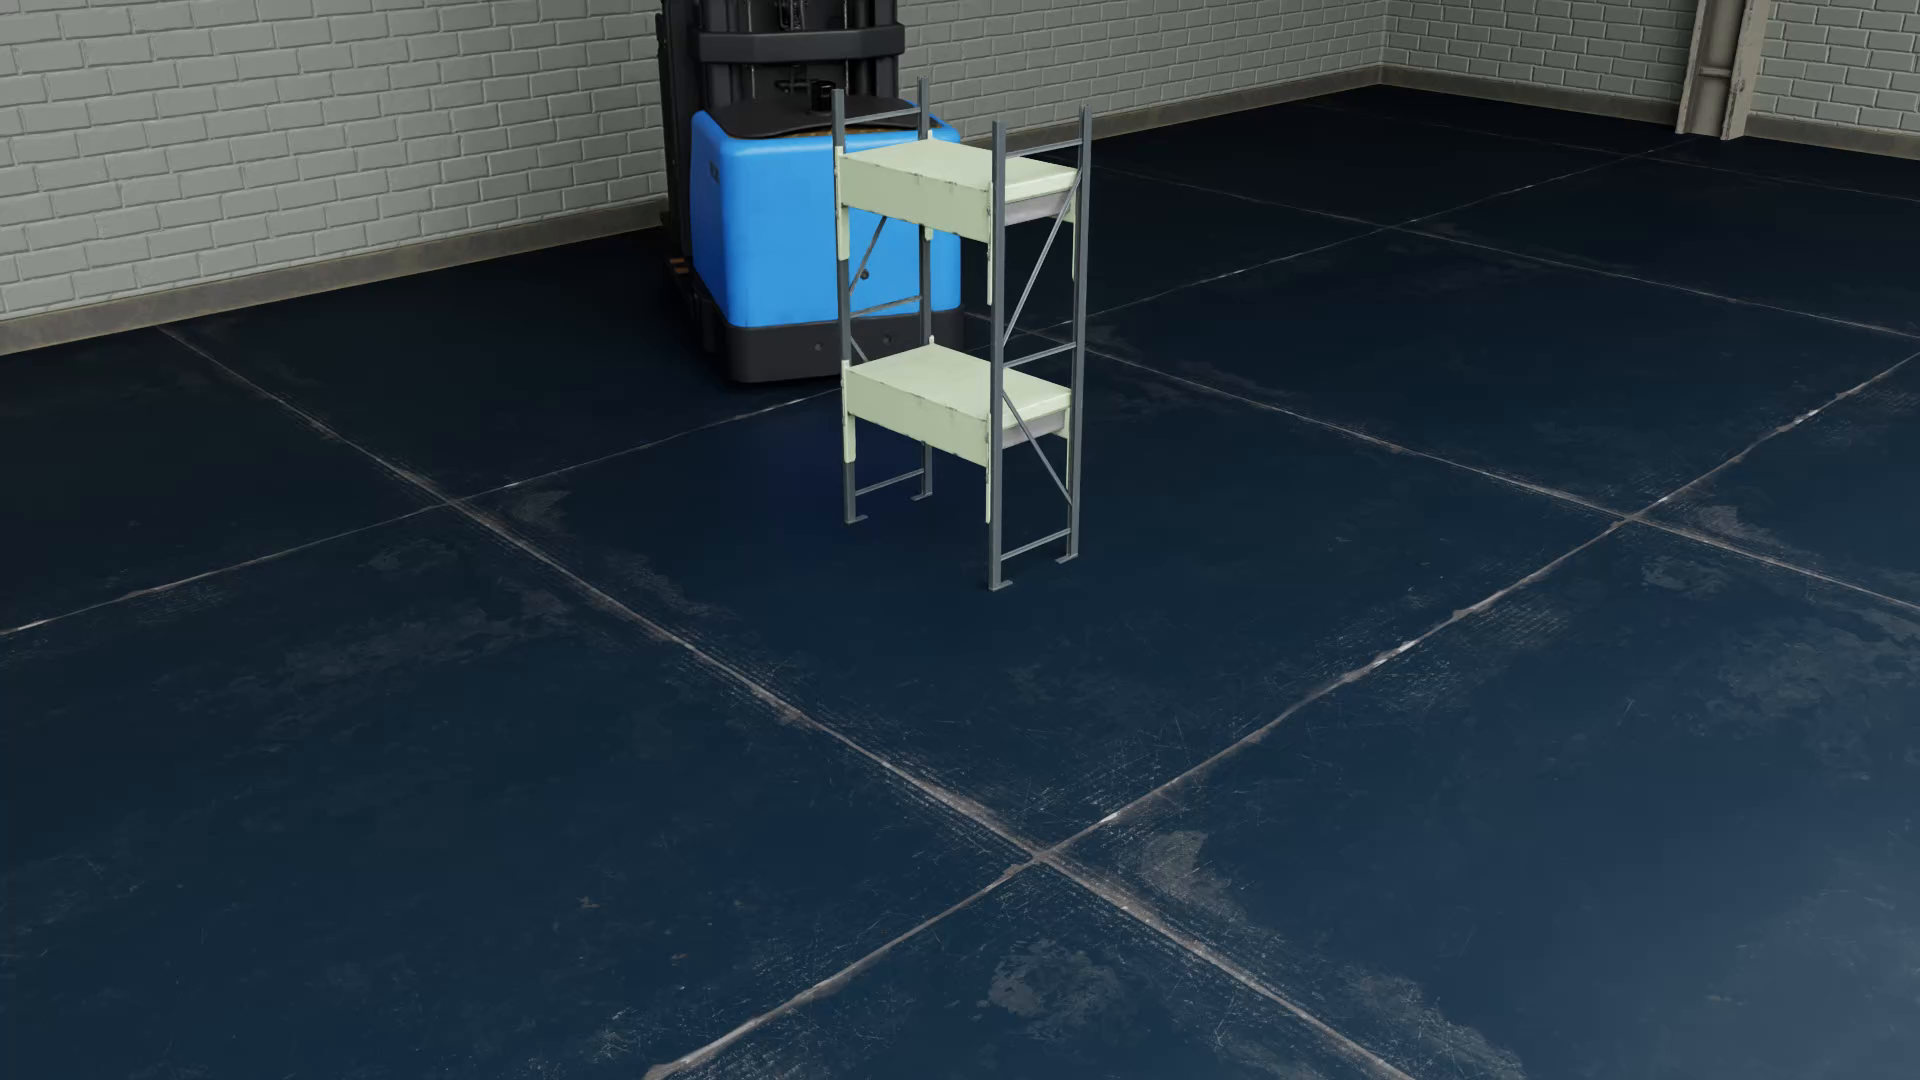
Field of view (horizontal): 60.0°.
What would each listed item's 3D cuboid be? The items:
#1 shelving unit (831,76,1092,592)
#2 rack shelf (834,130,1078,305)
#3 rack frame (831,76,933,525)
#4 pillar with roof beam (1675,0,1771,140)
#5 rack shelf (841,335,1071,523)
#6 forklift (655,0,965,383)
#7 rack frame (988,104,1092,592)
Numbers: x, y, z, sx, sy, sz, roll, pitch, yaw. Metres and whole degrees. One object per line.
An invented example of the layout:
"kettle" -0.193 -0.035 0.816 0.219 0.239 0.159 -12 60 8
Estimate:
"shelving unit" -0.005 -0.684 5.443 0.431 1.500 0.755 -21 32 -38
"rack shelf" -0.005 -1.039 5.281 0.431 0.370 0.720 -21 32 -38
"rack frame" -0.255 -0.795 5.686 0.400 1.500 0.023 -21 32 -38
"pillar with roof beam" 2.438 -5.897 7.834 9.100 9.000 0.400 -21 32 -38
"rack shelf" -0.005 -0.388 5.578 0.431 0.370 0.720 -21 32 -38
"forklift" -0.900 -2.585 7.885 1.130 2.935 3.031 -7 26 -15
"rack frame" 0.246 -0.573 5.200 0.400 1.500 0.023 -21 32 -38
